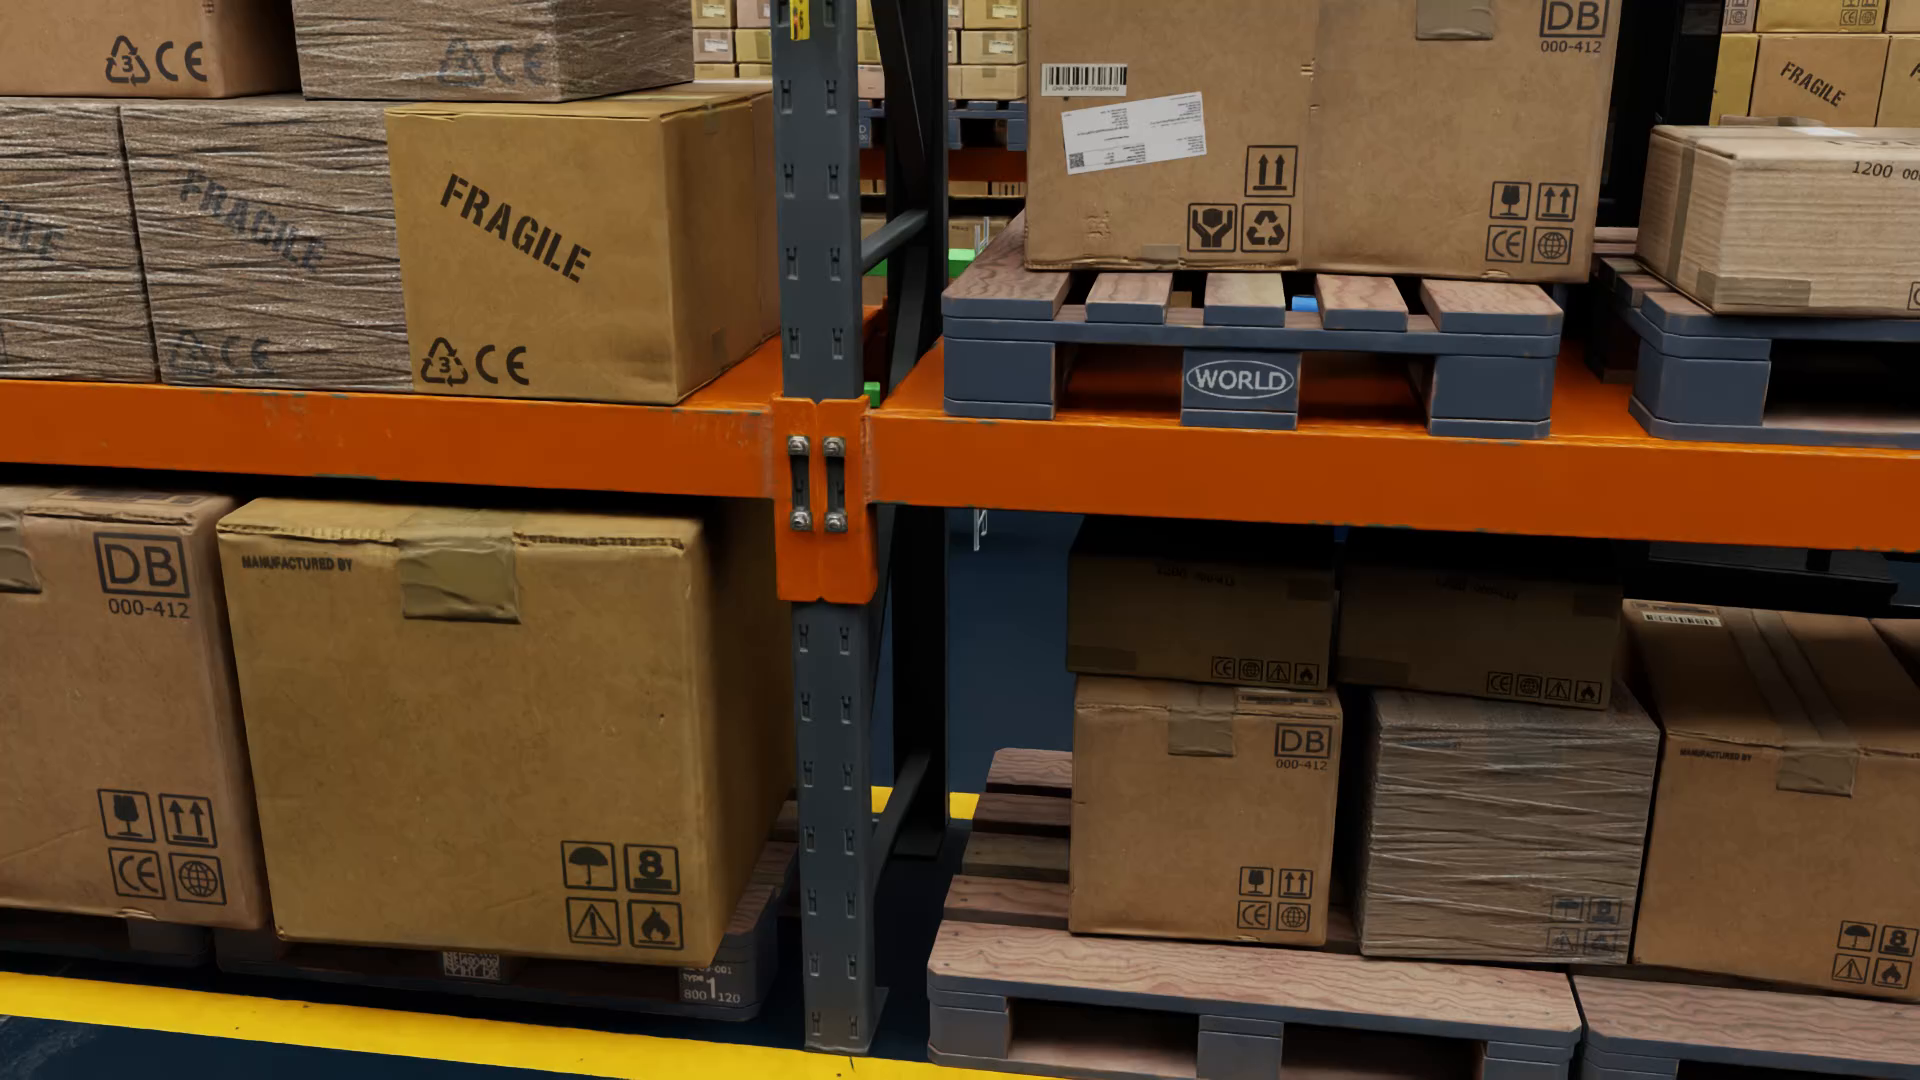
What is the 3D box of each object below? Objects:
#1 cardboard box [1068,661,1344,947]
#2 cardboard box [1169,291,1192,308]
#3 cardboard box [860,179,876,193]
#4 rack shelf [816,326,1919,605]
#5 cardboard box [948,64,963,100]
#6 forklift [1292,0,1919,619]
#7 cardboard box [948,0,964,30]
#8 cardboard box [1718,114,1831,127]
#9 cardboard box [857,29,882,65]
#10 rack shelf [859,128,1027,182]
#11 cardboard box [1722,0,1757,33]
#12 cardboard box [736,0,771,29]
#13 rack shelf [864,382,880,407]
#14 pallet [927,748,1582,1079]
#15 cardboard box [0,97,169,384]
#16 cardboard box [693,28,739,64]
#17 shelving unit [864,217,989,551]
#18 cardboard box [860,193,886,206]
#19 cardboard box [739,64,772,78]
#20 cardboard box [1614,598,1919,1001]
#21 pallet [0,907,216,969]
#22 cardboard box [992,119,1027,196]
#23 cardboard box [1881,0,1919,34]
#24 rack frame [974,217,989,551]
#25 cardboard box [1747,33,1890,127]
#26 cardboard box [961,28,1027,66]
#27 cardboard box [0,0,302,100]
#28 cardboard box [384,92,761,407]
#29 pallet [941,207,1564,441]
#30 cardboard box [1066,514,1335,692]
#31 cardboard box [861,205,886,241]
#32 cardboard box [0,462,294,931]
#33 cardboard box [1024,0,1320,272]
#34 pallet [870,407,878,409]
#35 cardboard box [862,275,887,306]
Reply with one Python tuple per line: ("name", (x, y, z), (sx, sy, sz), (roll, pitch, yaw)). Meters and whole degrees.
("cardboard box", (0.499, 0.439, 3.510), (0.500, 0.500, 0.700), (2, 19, 6))
("cardboard box", (1.308, -1.187, 8.008), (0.750, 0.750, 1.050), (3, 19, 8))
("cardboard box", (-1.025, -3.014, 13.269), (0.875, 0.875, 0.875), (3, 19, 10))
("rack shelf", (1.809, -0.123, 3.078), (4.000, 0.370, 1.077), (3, 19, 9))
("cardboard box", (-0.084, -2.088, 7.550), (0.250, 0.149, 0.380), (3, 19, 9))
("forklift", (2.431, -1.136, 5.078), (3.031, 2.935, 1.130), (6, 19, 17))
("cardboard box", (-0.083, -2.370, 7.457), (0.250, 0.149, 0.380), (3, 19, 8))
("cardboard box", (1.524, -0.701, 3.222), (0.258, 0.266, 0.396), (2, 19, 7))
("cardboard box", (-0.363, -2.243, 7.543), (0.250, 0.149, 0.380), (3, 19, 10))
("rack shelf", (-1.254, -1.873, 8.309), (4.000, 0.370, 1.077), (3, 19, 9))
("cardboard box", (3.172, -2.508, 7.339), (0.500, 0.500, 0.700), (3, 19, 9))
("cardboard box", (-0.843, -2.410, 7.575), (0.250, 0.149, 0.380), (3, 19, 9))
("rack shelf", (-0.163, -0.517, 6.158), (0.480, 0.148, 0.258), (3, 19, 9))
("pallet", (0.606, 0.797, 3.588), (1.213, 0.211, 1.003), (3, 19, 9))
("cardboard box", (-1.697, -0.612, 3.247), (0.500, 0.500, 0.500), (2, 19, 7))
("cardboard box", (-1.113, -2.281, 7.660), (0.250, 0.149, 0.380), (3, 19, 10))
("shelving unit", (-0.163, -0.577, 6.138), (0.503, 1.200, 0.258), (3, 19, 9))
("cardboard box", (-0.422, -1.619, 8.511), (0.500, 0.250, 0.500), (3, 19, 8))
("cardboard box", (-0.849, -2.127, 7.668), (0.250, 0.149, 0.380), (2, 19, 6))
("cardboard box", (1.610, 0.489, 3.359), (0.500, 0.500, 0.700), (5, 19, 13))
("pallet", (-2.133, 0.632, 4.082), (1.213, 0.211, 1.003), (3, 19, 9))
("cardboard box", (0.738, -2.922, 12.996), (0.875, 0.875, 0.875), (3, 19, 8))
("cardboard box", (4.179, -2.457, 7.187), (0.500, 0.500, 0.700), (3, 19, 8))
("rack frame", (0.077, -0.565, 6.101), (0.015, 1.200, 0.240), (3, 19, 9))
("cardboard box", (3.614, -1.928, 7.180), (0.500, 0.500, 0.500), (3, 19, 8))
("cardboard box", (0.161, -2.217, 7.468), (0.250, 0.149, 0.380), (3, 19, 10))
("cardboard box", (-1.528, -1.164, 3.316), (0.637, 0.503, 0.797), (3, 19, 10))
("cardboard box", (-0.692, -0.560, 3.091), (0.500, 0.500, 0.500), (4, 19, 10))
("pallet", (0.555, -0.472, 3.288), (1.003, 0.211, 1.213), (3, 19, 9))
("cardboard box", (0.501, 0.080, 3.400), (0.500, 0.250, 0.500), (4, 19, 11))
("cardboard box", (-0.496, -1.458, 8.028), (0.500, 0.250, 0.500), (3, 19, 9))
("cardboard box", (-1.722, 0.155, 3.800), (0.875, 0.875, 1.225), (3, 19, 9))
("cardboard box", (0.374, -0.797, 3.139), (0.500, 0.500, 0.500), (1, 19, 2))
("pallet", (-0.050, -0.831, 8.455), (1.213, 0.211, 1.003), (3, 19, 9))
("cardboard box", (-0.482, -1.106, 8.160), (0.500, 0.500, 0.500), (4, 19, 11))
